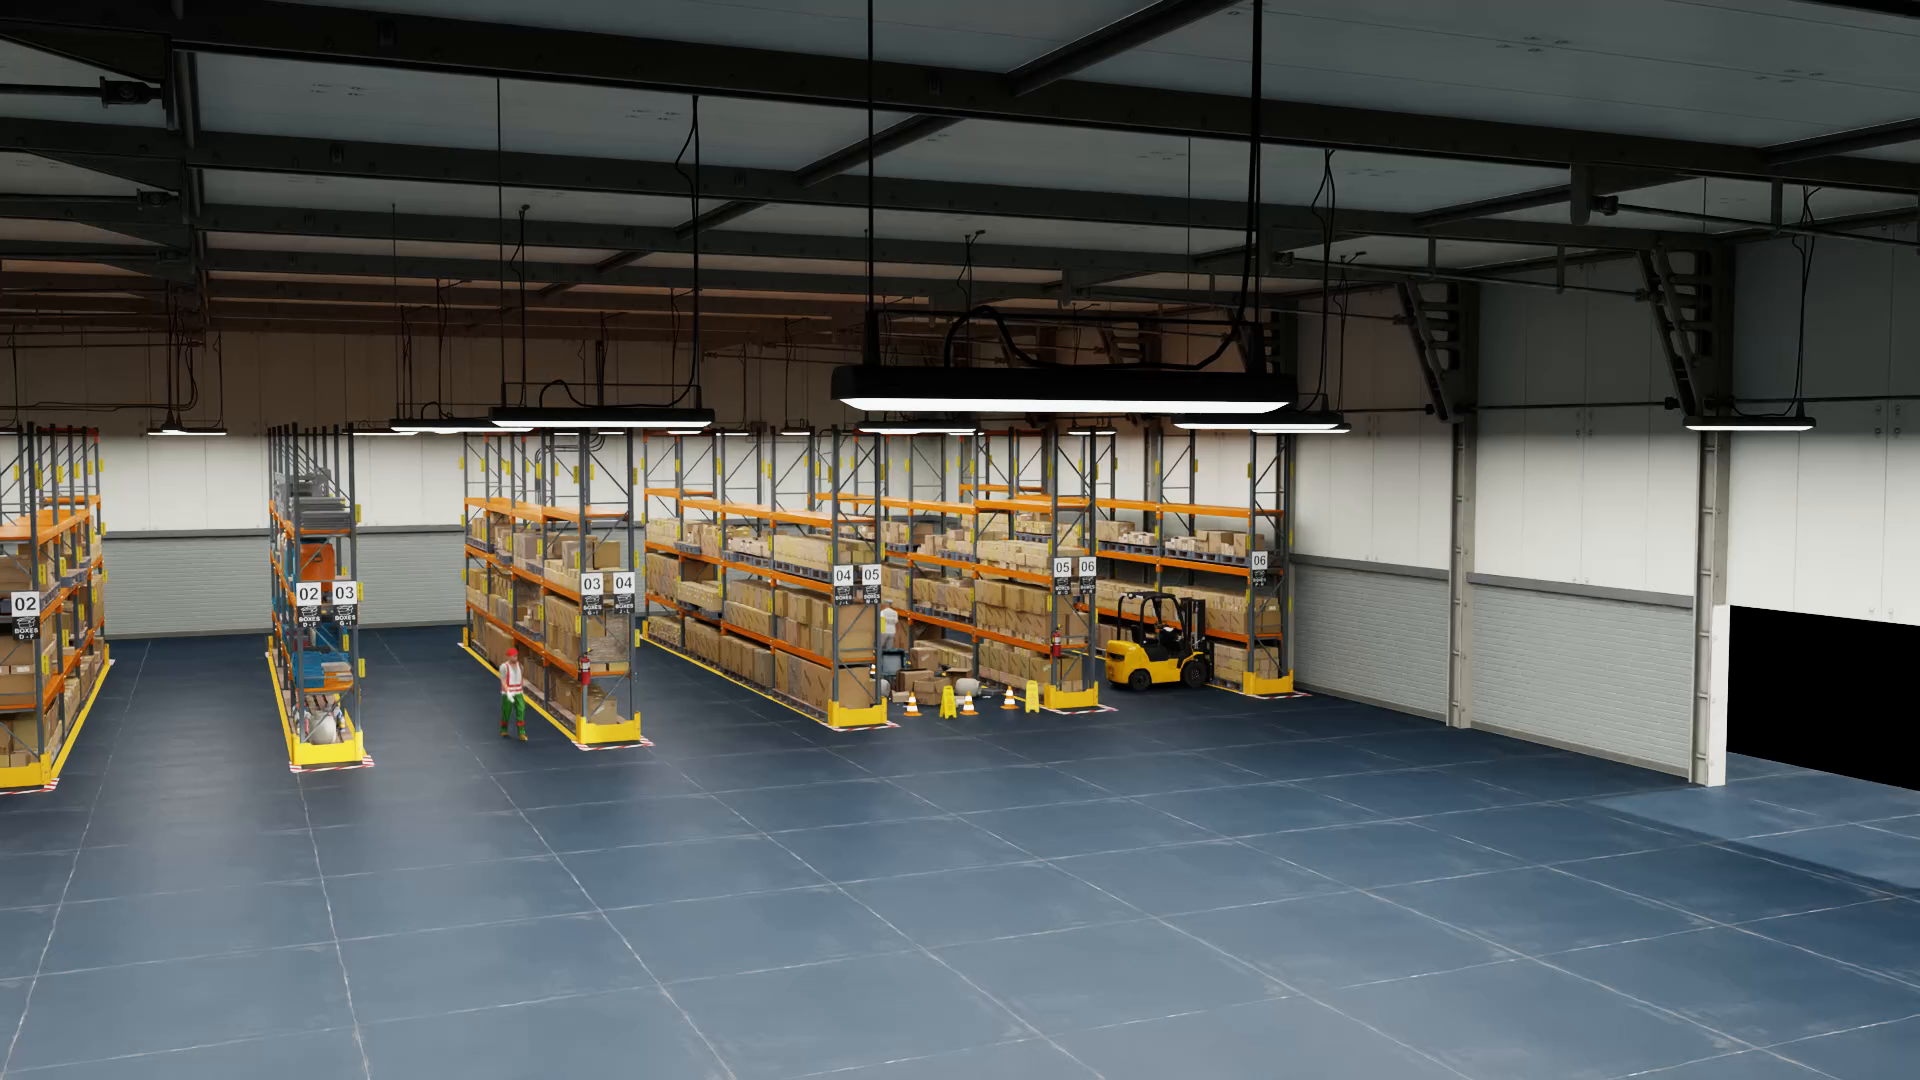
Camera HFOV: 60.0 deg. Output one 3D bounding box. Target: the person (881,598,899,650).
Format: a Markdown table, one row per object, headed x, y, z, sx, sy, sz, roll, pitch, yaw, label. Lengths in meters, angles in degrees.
| x | y | z | sx | sy | sz | roll | pitch | yaw | label |
| --- | --- | --- | --- | --- | --- | --- | --- | --- | --- |
| -1.782 | 2.334 | 41.008 | 0.600 | 1.756 | 0.505 | -2 | 4 | -29 | person |

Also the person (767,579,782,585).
| x | y | z | sx | sy | sz | roll | pitch | yaw | label |
| --- | --- | --- | --- | --- | --- | --- | --- | --- | --- |
| -5.599 | 1.792 | 49.905 | 0.600 | 1.763 | 0.702 | 1 | 4 | 10 | person |

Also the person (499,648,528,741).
| x | y | z | sx | sy | sz | roll | pitch | yaw | label |
| --- | --- | --- | --- | --- | --- | --- | --- | --- | --- |
| -8.448 | 2.910 | 31.523 | 0.533 | 1.724 | 0.995 | -3 | 4 | -39 | person |
